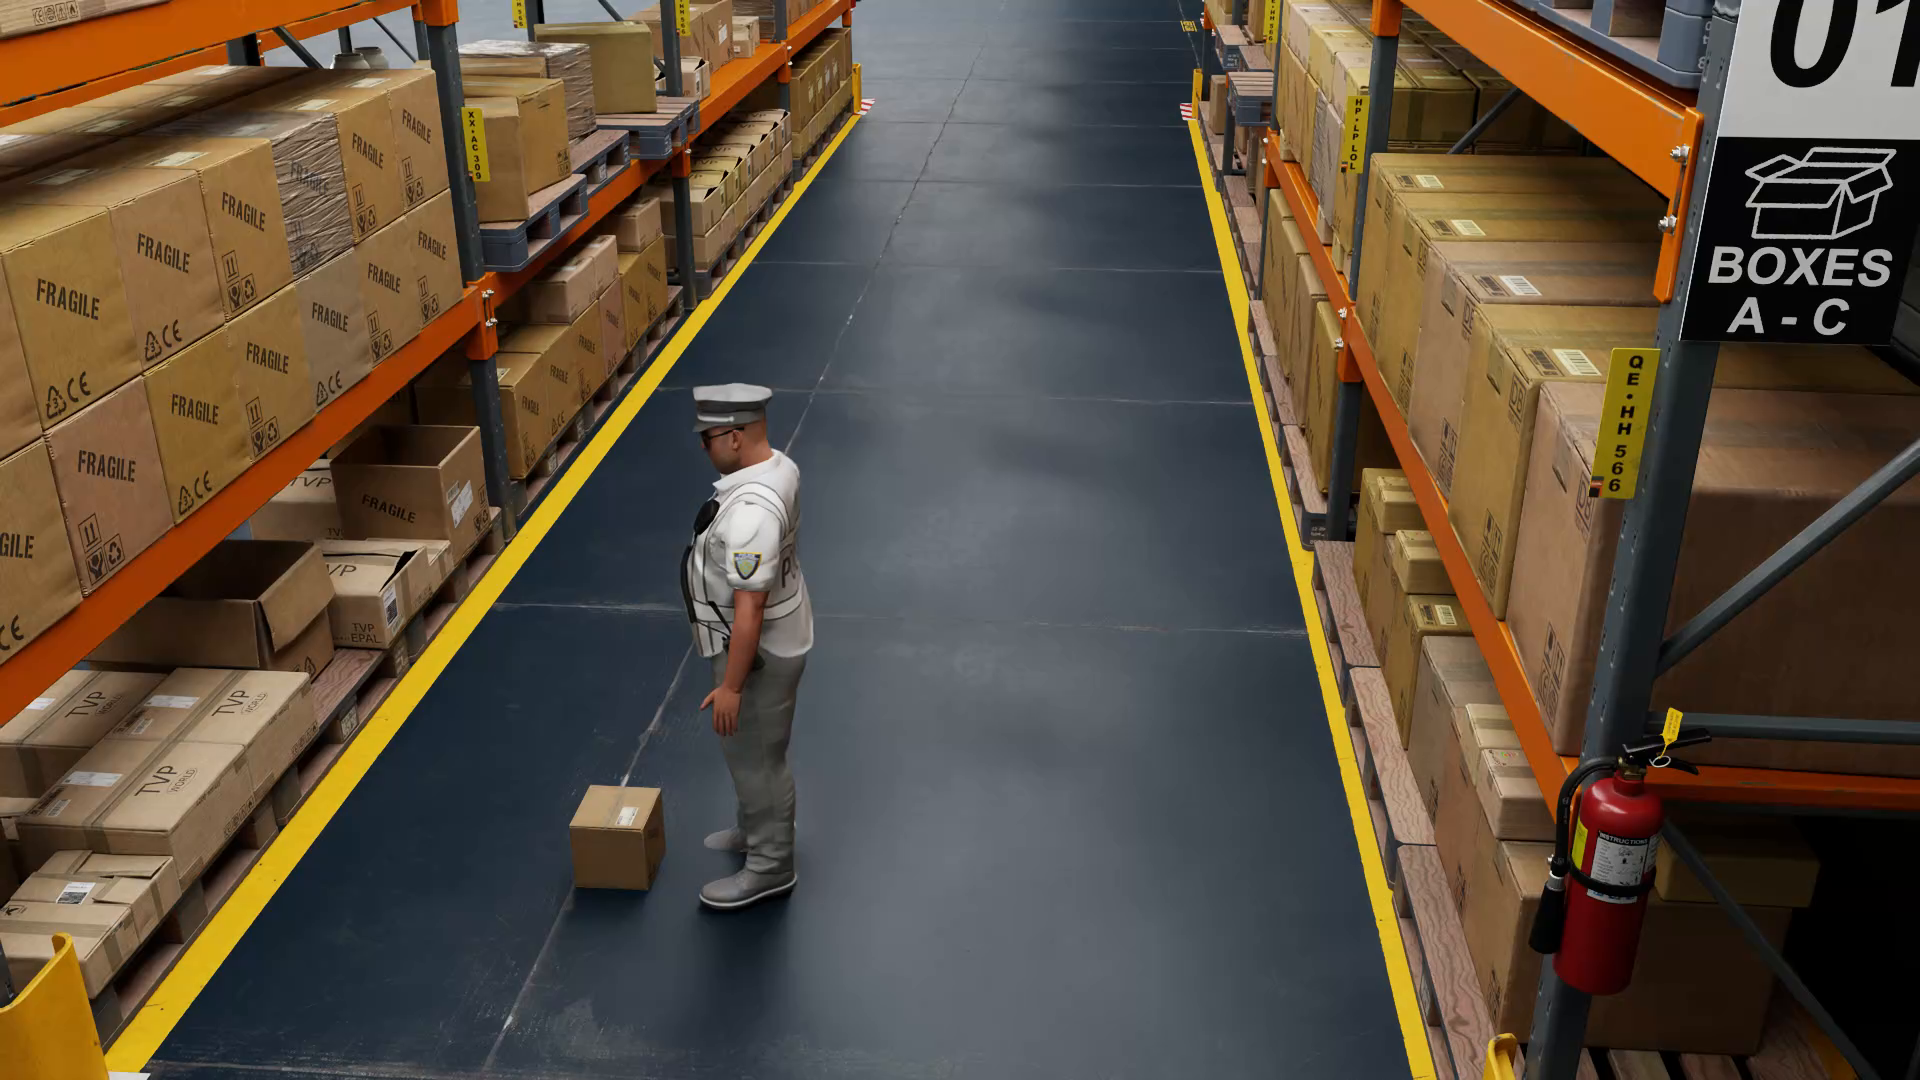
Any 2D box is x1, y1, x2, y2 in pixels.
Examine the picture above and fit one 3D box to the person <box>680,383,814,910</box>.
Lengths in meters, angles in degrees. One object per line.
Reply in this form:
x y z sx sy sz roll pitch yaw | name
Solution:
-0.680 0.370 5.308 0.435 1.793 0.615 -1 24 -3 | person
